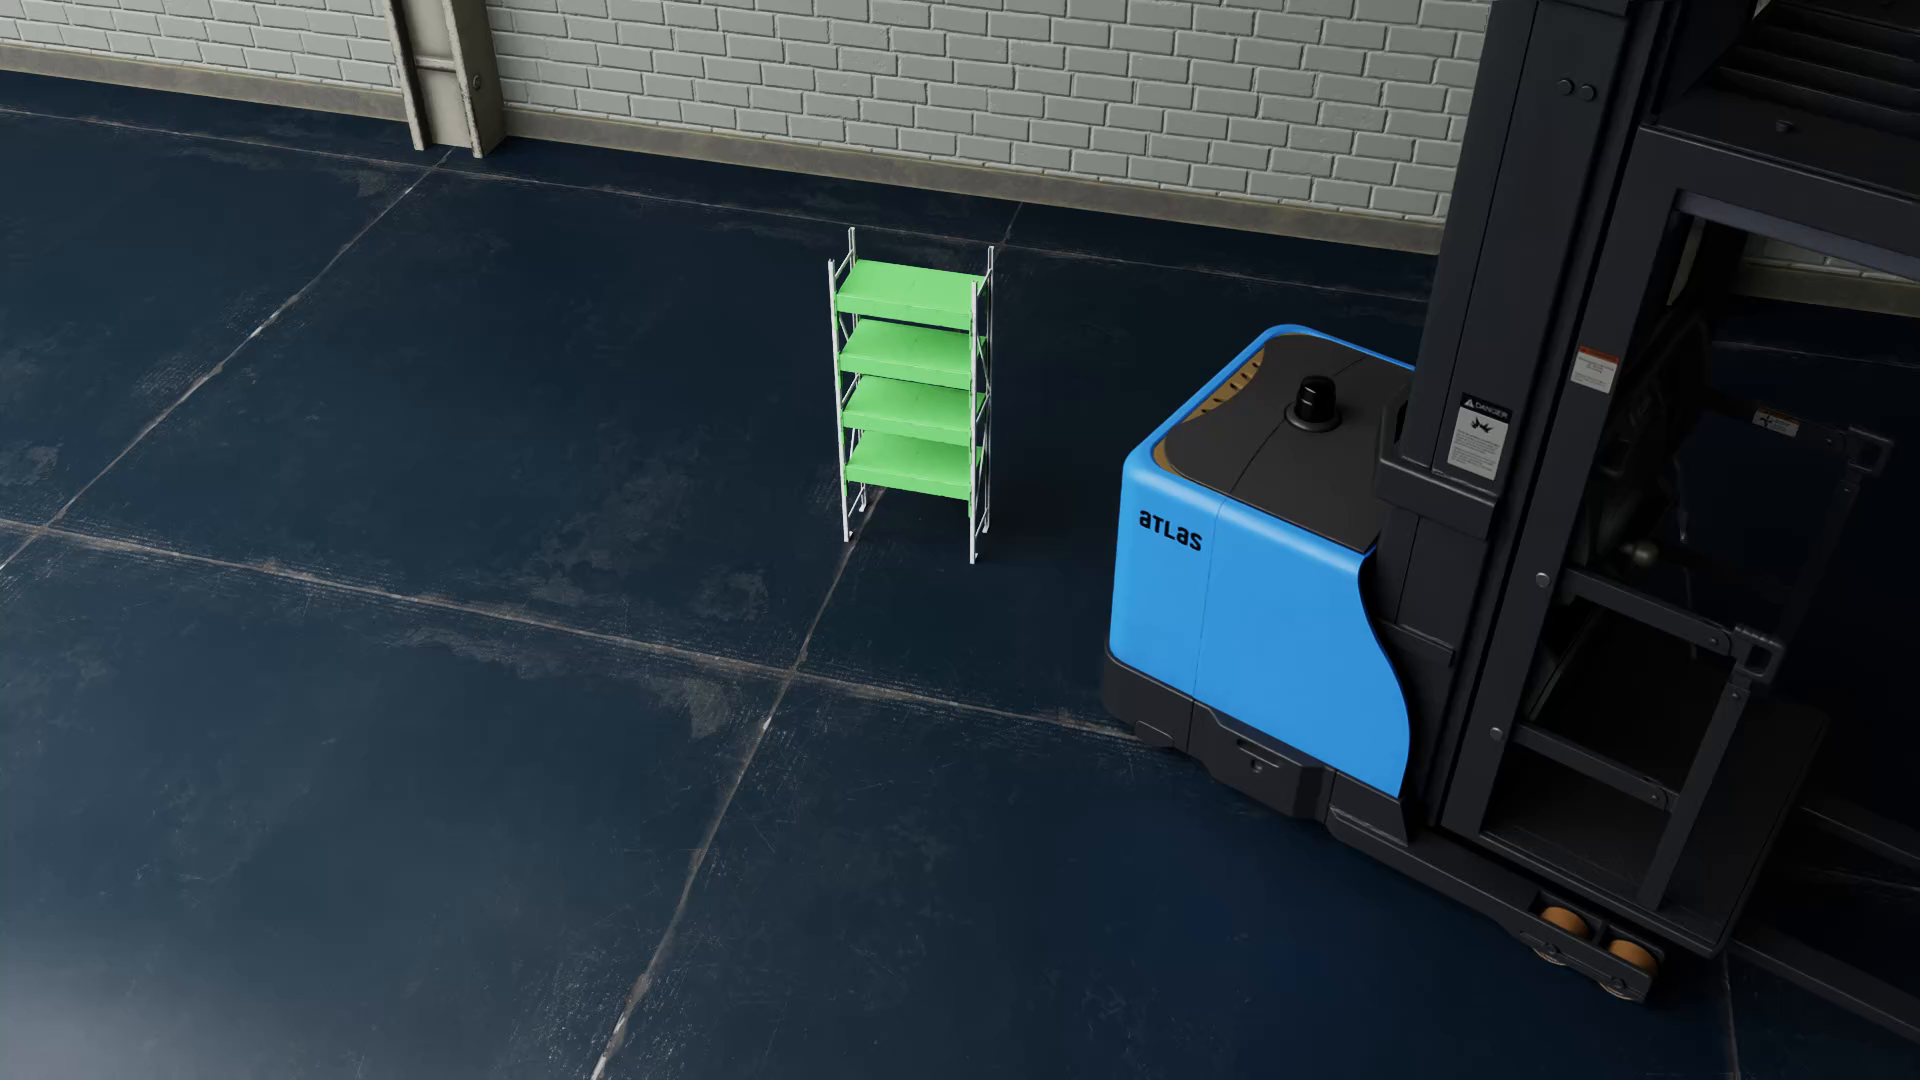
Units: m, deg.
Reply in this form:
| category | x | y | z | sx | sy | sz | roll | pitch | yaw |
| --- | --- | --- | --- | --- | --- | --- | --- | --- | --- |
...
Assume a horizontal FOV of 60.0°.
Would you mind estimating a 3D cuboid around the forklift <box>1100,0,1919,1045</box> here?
| category | x | y | z | sx | sy | sz | roll | pitch | yaw |
| --- | --- | --- | --- | --- | --- | --- | --- | --- | --- |
| forklift | 1.950 | -0.216 | 4.229 | 3.031 | 2.935 | 1.130 | 26 | 46 | 27 |

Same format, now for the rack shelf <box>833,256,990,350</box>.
| category | x | y | z | sx | sy | sz | roll | pitch | yaw |
| --- | --- | --- | --- | --- | --- | --- | --- | --- | --- |
| rack shelf | -0.160 | -0.806 | 5.629 | 0.480 | 0.148 | 0.258 | 10 | 41 | 11 |

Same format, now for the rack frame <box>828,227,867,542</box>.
| category | x | y | z | sx | sy | sz | roll | pitch | yaw |
| --- | --- | --- | --- | --- | --- | --- | --- | --- | --- |
| rack frame | -0.396 | -0.528 | 5.945 | 0.015 | 1.200 | 0.240 | 10 | 41 | 11 |

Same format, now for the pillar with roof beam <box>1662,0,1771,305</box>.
| category | x | y | z | sx | sy | sz | roll | pitch | yaw |
| --- | --- | --- | --- | --- | --- | --- | --- | --- | --- |
| pillar with roof beam | 2.064 | -1.877 | 1.488 | 0.400 | 9.000 | 9.100 | 10 | 41 | 11 |

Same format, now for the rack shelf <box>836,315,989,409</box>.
| category | x | y | z | sx | sy | sz | roll | pitch | yaw |
| --- | --- | --- | --- | --- | --- | --- | --- | --- | --- |
| rack shelf | -0.160 | -0.622 | 5.784 | 0.480 | 0.148 | 0.258 | 10 | 41 | 11 |

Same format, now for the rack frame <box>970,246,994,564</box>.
| category | x | y | z | sx | sy | sz | roll | pitch | yaw |
| --- | --- | --- | --- | --- | --- | --- | --- | --- | --- |
| rack frame | 0.076 | -0.446 | 5.849 | 0.015 | 1.200 | 0.240 | 10 | 41 | 11 |

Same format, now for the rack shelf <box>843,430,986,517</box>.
| category | x | y | z | sx | sy | sz | roll | pitch | yaw |
| --- | --- | --- | --- | --- | --- | --- | --- | --- | --- |
| rack shelf | -0.160 | -0.254 | 6.092 | 0.480 | 0.148 | 0.258 | 10 | 41 | 11 |

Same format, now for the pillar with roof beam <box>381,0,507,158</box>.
| category | x | y | z | sx | sy | sz | roll | pitch | yaw |
| --- | --- | --- | --- | --- | --- | --- | --- | --- | --- |
| pillar with roof beam | -3.732 | -2.875 | 2.676 | 0.400 | 9.000 | 9.100 | 10 | 41 | 11 |

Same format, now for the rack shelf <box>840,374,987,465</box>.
| category | x | y | z | sx | sy | sz | roll | pitch | yaw |
| --- | --- | --- | --- | --- | --- | --- | --- | --- | --- |
| rack shelf | -0.160 | -0.438 | 5.938 | 0.480 | 0.148 | 0.258 | 10 | 41 | 11 |

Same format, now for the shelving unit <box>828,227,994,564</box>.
| category | x | y | z | sx | sy | sz | roll | pitch | yaw |
| --- | --- | --- | --- | --- | --- | --- | --- | --- | --- |
| shelving unit | -0.160 | -0.487 | 5.897 | 0.503 | 1.200 | 0.258 | 10 | 41 | 11 |
